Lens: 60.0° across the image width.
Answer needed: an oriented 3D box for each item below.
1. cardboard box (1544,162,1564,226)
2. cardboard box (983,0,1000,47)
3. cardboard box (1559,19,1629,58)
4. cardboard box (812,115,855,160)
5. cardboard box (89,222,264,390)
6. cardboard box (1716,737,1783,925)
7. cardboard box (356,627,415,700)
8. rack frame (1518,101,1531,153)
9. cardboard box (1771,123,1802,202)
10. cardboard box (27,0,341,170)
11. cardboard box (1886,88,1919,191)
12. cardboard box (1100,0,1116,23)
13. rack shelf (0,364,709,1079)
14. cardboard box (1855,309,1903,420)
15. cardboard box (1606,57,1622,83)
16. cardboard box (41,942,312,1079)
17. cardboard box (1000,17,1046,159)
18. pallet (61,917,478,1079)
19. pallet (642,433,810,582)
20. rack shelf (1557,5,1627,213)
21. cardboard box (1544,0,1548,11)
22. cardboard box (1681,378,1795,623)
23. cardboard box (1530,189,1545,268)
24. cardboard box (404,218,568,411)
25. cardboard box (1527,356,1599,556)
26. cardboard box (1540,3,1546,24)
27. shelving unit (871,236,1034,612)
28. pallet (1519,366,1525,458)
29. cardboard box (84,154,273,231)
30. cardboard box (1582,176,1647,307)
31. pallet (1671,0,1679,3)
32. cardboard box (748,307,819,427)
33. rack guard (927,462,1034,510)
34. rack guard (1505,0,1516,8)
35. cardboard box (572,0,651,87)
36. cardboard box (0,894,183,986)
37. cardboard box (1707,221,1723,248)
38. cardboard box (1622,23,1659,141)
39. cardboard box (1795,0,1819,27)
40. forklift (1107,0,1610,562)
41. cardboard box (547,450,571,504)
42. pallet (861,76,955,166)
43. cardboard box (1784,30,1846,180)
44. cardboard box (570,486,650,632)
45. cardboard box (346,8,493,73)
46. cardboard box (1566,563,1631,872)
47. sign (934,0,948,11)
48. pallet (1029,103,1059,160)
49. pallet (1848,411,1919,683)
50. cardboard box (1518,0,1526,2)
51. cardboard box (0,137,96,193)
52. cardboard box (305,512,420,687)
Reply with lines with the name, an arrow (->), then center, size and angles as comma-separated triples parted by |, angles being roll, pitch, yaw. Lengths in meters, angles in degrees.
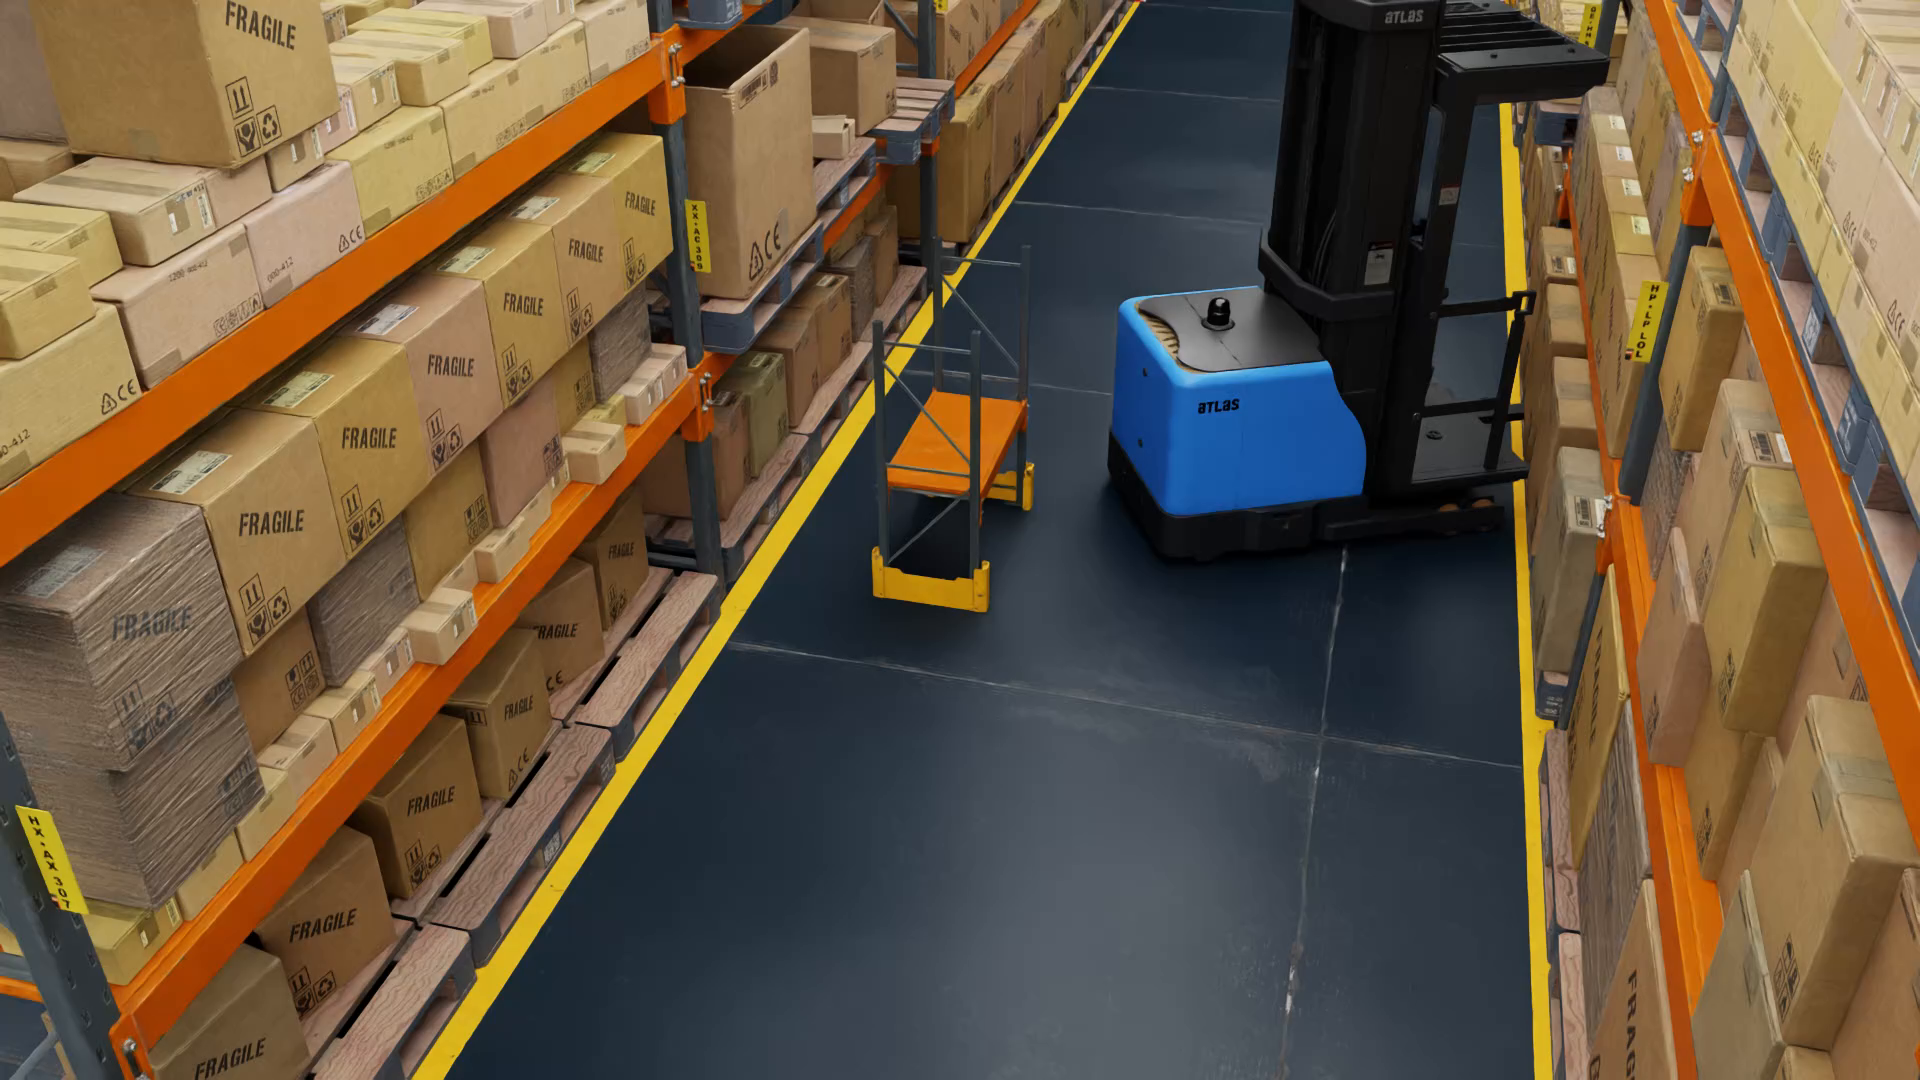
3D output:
cardboard box -> 4.040, -2.200, 10.654 | 0.500, 0.250, 0.500 | 7, 33, 11
cardboard box -> -0.010, -3.890, 11.979 | 0.500, 0.500, 0.500 | 7, 33, 12
cardboard box -> 3.801, -3.009, 9.976 | 0.380, 0.149, 0.250 | 7, 33, 10
cardboard box -> -0.814, -2.316, 9.331 | 0.396, 0.266, 0.258 | 7, 33, 11
cardboard box -> -2.185, -0.632, 4.293 | 0.500, 0.250, 0.500 | 7, 33, 11
cardboard box -> 2.522, 0.957, 4.308 | 0.875, 0.550, 0.550 | 8, 33, 12
cardboard box -> -2.068, 0.395, 5.568 | 0.380, 0.149, 0.250 | 8, 33, 12
rack frame -> 5.135, -4.446, 12.947 | 1.000, 3.000, 0.127 | 8, 33, 12
cardboard box -> 2.427, -1.003, 4.485 | 0.380, 0.149, 0.250 | 7, 33, 12
cardboard box -> -2.044, -1.325, 4.405 | 0.500, 0.500, 0.500 | 8, 33, 12
cardboard box -> 2.170, -0.815, 3.447 | 0.380, 0.149, 0.250 | 8, 33, 12
cardboard box -> 1.062, -5.715, 16.532 | 0.875, 0.875, 0.875 | 8, 33, 12
rack shelf -> -2.174, 0.319, 6.122 | 1.077, 0.370, 4.000 | 8, 33, 12
cardboard box -> 2.105, -0.345, 3.450 | 0.380, 0.149, 0.250 | 8, 33, 12
cardboard box -> 3.805, -2.885, 10.058 | 0.380, 0.149, 0.250 | 9, 33, 13
cardboard box -> -2.507, 1.609, 5.361 | 0.500, 0.500, 0.500 | 14, 35, 21
cardboard box -> -0.006, -3.656, 13.293 | 1.225, 0.875, 0.875 | 7, 33, 11
pallet -> -2.422, 1.774, 5.763 | 1.003, 0.211, 1.213 | 8, 33, 12
pallet -> -1.471, -0.250, 8.946 | 1.003, 0.211, 1.213 | 8, 33, 12
rack shelf -> 4.628, -3.104, 11.508 | 1.077, 0.370, 4.000 | 8, 33, 12
cardboard box -> 4.195, -3.689, 11.322 | 0.380, 0.149, 0.250 | 7, 33, 11
cardboard box -> 2.681, -0.064, 4.908 | 0.875, 0.550, 0.550 | 8, 33, 12
cardboard box -> 4.170, -2.138, 11.256 | 0.500, 0.500, 0.500 | 9, 34, 14
cardboard box -> -1.768, -0.822, 5.944 | 0.500, 0.500, 0.500 | 8, 33, 12
cardboard box -> 3.424, -0.357, 8.221 | 1.050, 0.750, 0.750 | 8, 33, 12
cardboard box -> 4.197, -3.567, 11.407 | 0.380, 0.149, 0.250 | 7, 33, 10
shelving unit -> -0.019, -0.593, 8.285 | 0.587, 1.500, 1.083 | 8, 33, 12
pallet -> 3.847, -0.795, 9.803 | 1.003, 0.211, 1.213 | 8, 33, 12
cardboard box -> -2.081, -0.955, 4.429 | 0.380, 0.149, 0.250 | 8, 33, 12
cardboard box -> 3.362, -1.432, 8.113 | 0.500, 0.500, 0.500 | 8, 33, 12
pallet -> 3.727, -2.634, 7.478 | 1.003, 0.211, 1.213 | 10, 34, 15
cardboard box -> -1.209, -1.004, 9.453 | 0.700, 0.500, 0.500 | 5, 33, 8
rack guard -> 0.107, -0.324, 9.027 | 0.587, 0.250, 0.087 | 8, 33, 12
rack guard -> 6.131, -5.427, 16.821 | 1.175, 0.500, 0.348 | 8, 33, 12
cardboard box -> -1.530, -1.953, 6.369 | 0.500, 0.250, 0.500 | 9, 34, 14
cardboard box -> -2.379, 1.044, 4.546 | 0.380, 0.149, 0.250 | 8, 33, 12
cardboard box -> 3.225, -1.017, 6.529 | 0.700, 0.500, 0.500 | 7, 33, 12
cardboard box -> 3.870, -2.340, 8.610 | 0.700, 0.500, 0.500 | 8, 33, 12
cardboard box -> 2.492, -1.472, 4.480 | 0.380, 0.149, 0.250 | 7, 33, 12
forklift -> 2.392, -1.531, 8.426 | 3.031, 2.935, 1.130 | -7, 33, -11
cardboard box -> -1.778, -0.258, 6.594 | 0.380, 0.149, 0.250 | 8, 33, 12
pallet -> -0.730, -2.633, 10.274 | 1.213, 0.211, 1.003 | 8, 33, 12
cardboard box -> 2.456, -1.102, 4.270 | 0.500, 0.250, 0.500 | 8, 33, 12
cardboard box -> -1.807, 0.058, 7.802 | 0.500, 0.500, 0.500 | 7, 33, 11
cardboard box -> -1.788, -1.646, 5.516 | 0.380, 0.149, 0.250 | 9, 34, 14
cardboard box -> 2.878, 0.742, 6.376 | 0.875, 0.875, 0.875 | 9, 33, 13
sign -> -0.125, -3.484, 10.429 | 0.100, 0.325, 0.005 | 8, 33, 12
pallet -> 0.240, -3.586, 14.194 | 1.003, 0.211, 1.213 | 8, 33, 12
pallet -> 2.268, 0.166, 2.979 | 1.003, 0.211, 1.213 | 8, 33, 12
cardboard box -> 5.547, -5.248, 15.921 | 0.380, 0.149, 0.250 | 8, 33, 12
cardboard box -> -2.546, -1.025, 4.538 | 0.380, 0.149, 0.250 | 8, 33, 13
cardboard box -> -2.336, 0.075, 5.466 | 0.875, 0.500, 0.500 | 8, 33, 12
